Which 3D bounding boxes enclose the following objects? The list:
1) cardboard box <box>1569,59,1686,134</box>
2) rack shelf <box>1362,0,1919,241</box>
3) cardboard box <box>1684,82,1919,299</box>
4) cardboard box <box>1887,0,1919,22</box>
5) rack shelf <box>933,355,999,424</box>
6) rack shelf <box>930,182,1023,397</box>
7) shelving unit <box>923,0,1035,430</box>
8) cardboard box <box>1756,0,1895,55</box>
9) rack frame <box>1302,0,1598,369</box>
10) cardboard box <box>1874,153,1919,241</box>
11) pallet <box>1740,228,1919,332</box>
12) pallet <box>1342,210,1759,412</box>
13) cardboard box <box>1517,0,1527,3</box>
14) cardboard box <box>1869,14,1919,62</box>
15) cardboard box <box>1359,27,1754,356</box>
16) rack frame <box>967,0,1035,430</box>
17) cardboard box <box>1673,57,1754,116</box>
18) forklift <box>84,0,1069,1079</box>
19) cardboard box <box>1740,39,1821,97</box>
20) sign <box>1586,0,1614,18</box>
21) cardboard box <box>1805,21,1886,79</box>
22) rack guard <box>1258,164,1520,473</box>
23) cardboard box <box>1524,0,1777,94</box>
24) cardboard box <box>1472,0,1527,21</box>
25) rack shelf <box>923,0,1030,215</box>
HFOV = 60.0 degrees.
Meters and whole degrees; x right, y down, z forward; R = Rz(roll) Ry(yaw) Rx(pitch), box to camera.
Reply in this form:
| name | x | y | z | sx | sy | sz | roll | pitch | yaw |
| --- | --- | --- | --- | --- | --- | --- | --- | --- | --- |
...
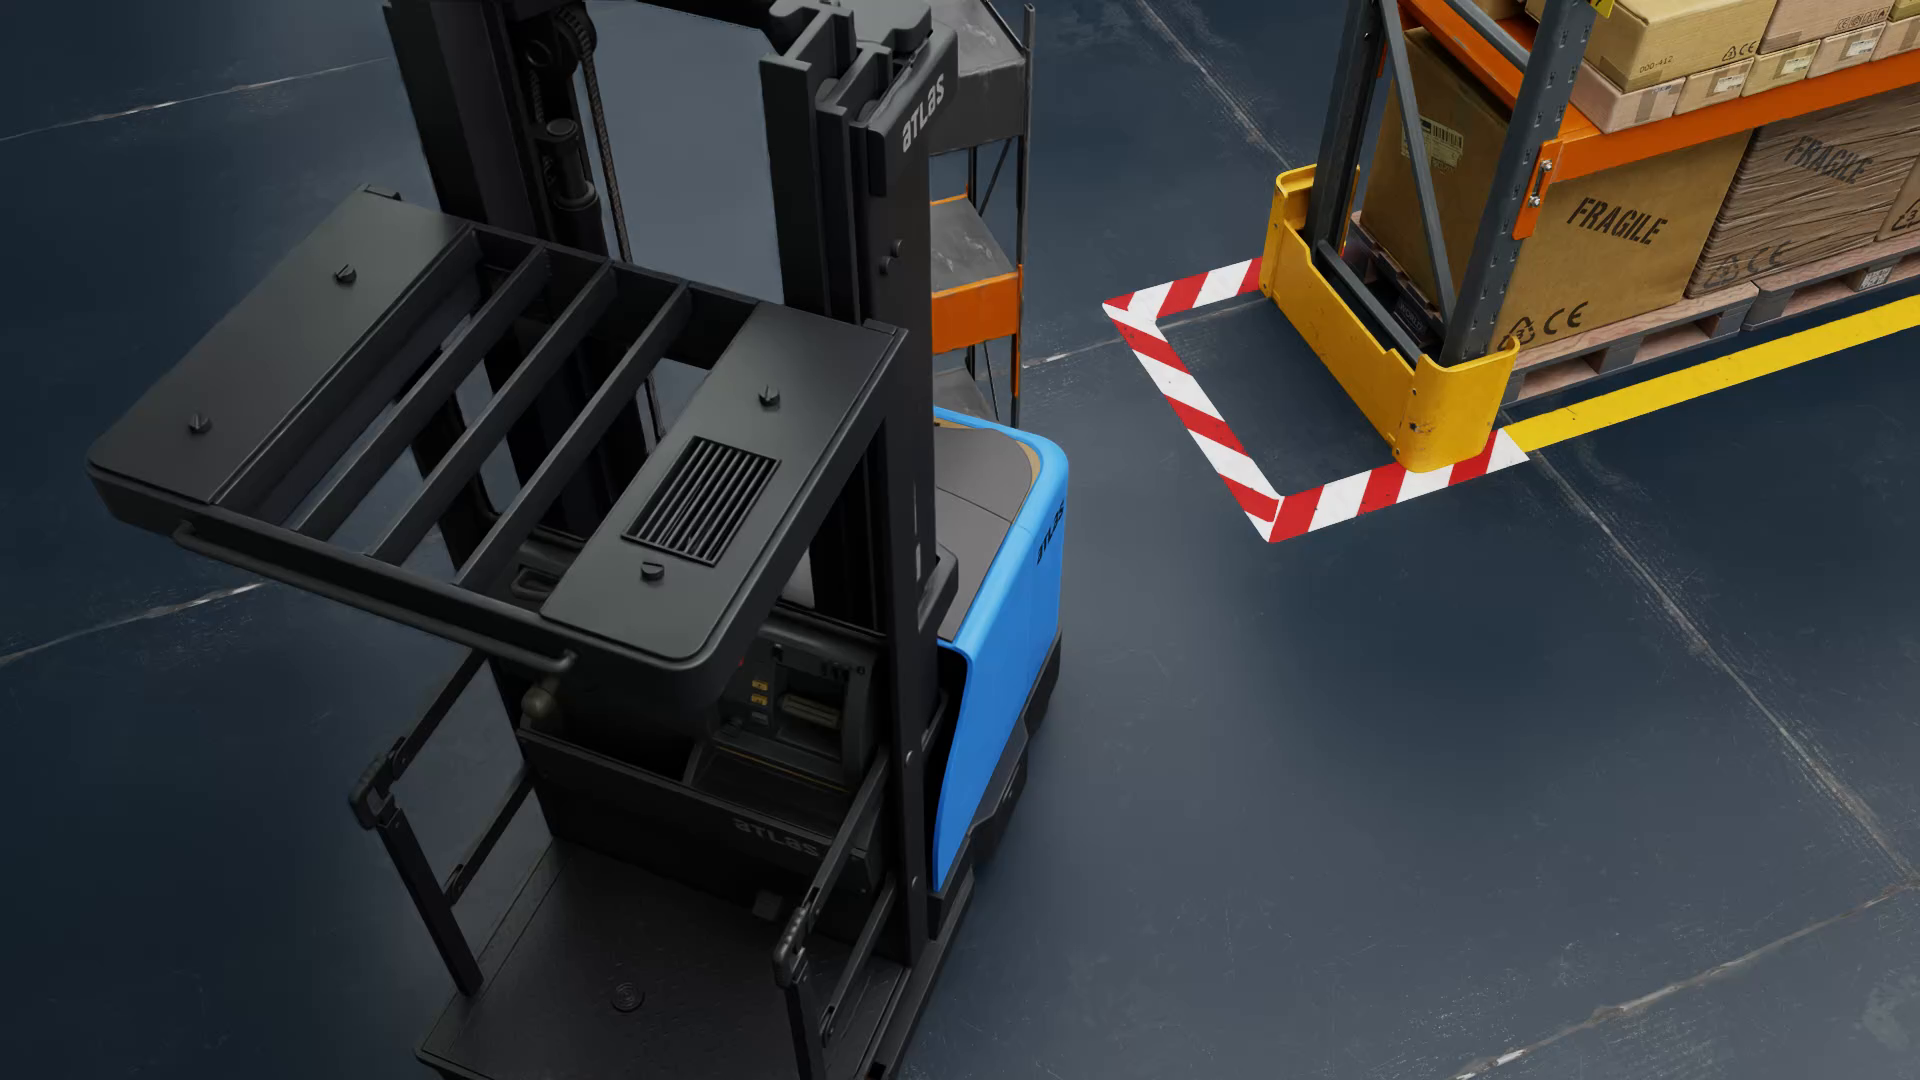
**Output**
| name | x | y | z | sx | sy | sz | roll | pitch | yaw |
| --- | --- | --- | --- | --- | --- | --- | --- | --- | --- |
| cardboard box | 2.023 | -1.456 | 5.189 | 0.250 | 0.149 | 0.380 | -17 | 51 | -14 |
| rack shelf | 3.421 | -2.007 | 5.971 | 4.000 | 0.370 | 1.077 | -17 | 52 | -14 |
| cardboard box | 2.975 | -1.613 | 6.282 | 0.875 | 0.875 | 0.875 | -17 | 52 | -14 |
| cardboard box | 3.062 | -1.959 | 5.358 | 0.500 | 0.250 | 0.500 | -19 | 52 | -15 |
| rack shelf | -0.121 | -0.230 | 5.504 | 0.480 | 0.518 | 0.431 | -17 | 51 | -14 |
| rack shelf | -0.121 | -0.686 | 4.973 | 0.480 | 0.518 | 0.431 | -17 | 51 | -14 |
| shelving unit | -0.121 | -0.694 | 4.962 | 0.503 | 2.100 | 0.431 | -17 | 51 | -14 |
| cardboard box | 2.595 | -1.817 | 5.236 | 0.500 | 0.250 | 0.500 | -18 | 52 | -15 |
| rack frame | 1.570 | -1.668 | 5.205 | 0.127 | 3.000 | 1.000 | -17 | 52 | -14 |
| cardboard box | 3.799 | -1.868 | 6.501 | 0.875 | 0.875 | 0.875 | -17 | 52 | -14 |
| pallet | 3.408 | -1.390 | 6.805 | 1.213 | 0.211 | 1.003 | -17 | 52 | -14 |
| pallet | 2.281 | -1.043 | 6.507 | 1.213 | 0.211 | 1.003 | -17 | 52 | -14 |
| cardboard box | 1.918 | -2.041 | 5.428 | 0.500 | 0.250 | 0.500 | -18 | 52 | -15 |
| cardboard box | 2.974 | -1.752 | 5.443 | 0.250 | 0.149 | 0.380 | -18 | 52 | -15 |
| cardboard box | 2.132 | -1.352 | 6.058 | 0.875 | 0.875 | 0.875 | -17 | 52 | -14 |
| rack frame | 0.105 | -0.763 | 5.022 | 0.015 | 2.100 | 0.400 | -17 | 51 | -14 |
| cardboard box | 2.260 | -1.530 | 5.253 | 0.250 | 0.149 | 0.380 | -18 | 52 | -15 |
| forklift | -0.701 | 0.383 | 3.489 | 1.130 | 2.935 | 3.031 | 17 | 51 | 14 |
| cardboard box | 2.497 | -1.604 | 5.316 | 0.250 | 0.149 | 0.380 | -18 | 52 | -15 |
| sign | 1.774 | -1.584 | 4.510 | 0.005 | 0.325 | 0.100 | -17 | 52 | -14 |
| cardboard box | 2.738 | -1.680 | 5.381 | 0.250 | 0.149 | 0.380 | -18 | 52 | -15 |
| rack guard | 1.548 | -0.846 | 6.147 | 0.348 | 0.500 | 1.175 | -17 | 52 | -14 |
| cardboard box | 2.116 | -1.664 | 5.104 | 0.500 | 0.250 | 0.500 | -18 | 52 | -15 |
| cardboard box | 1.775 | -1.919 | 5.587 | 0.250 | 0.149 | 0.380 | -16 | 51 | -14 |
| rack shelf | -0.121 | -1.142 | 4.442 | 0.480 | 0.518 | 0.431 | -17 | 51 | -14 |
